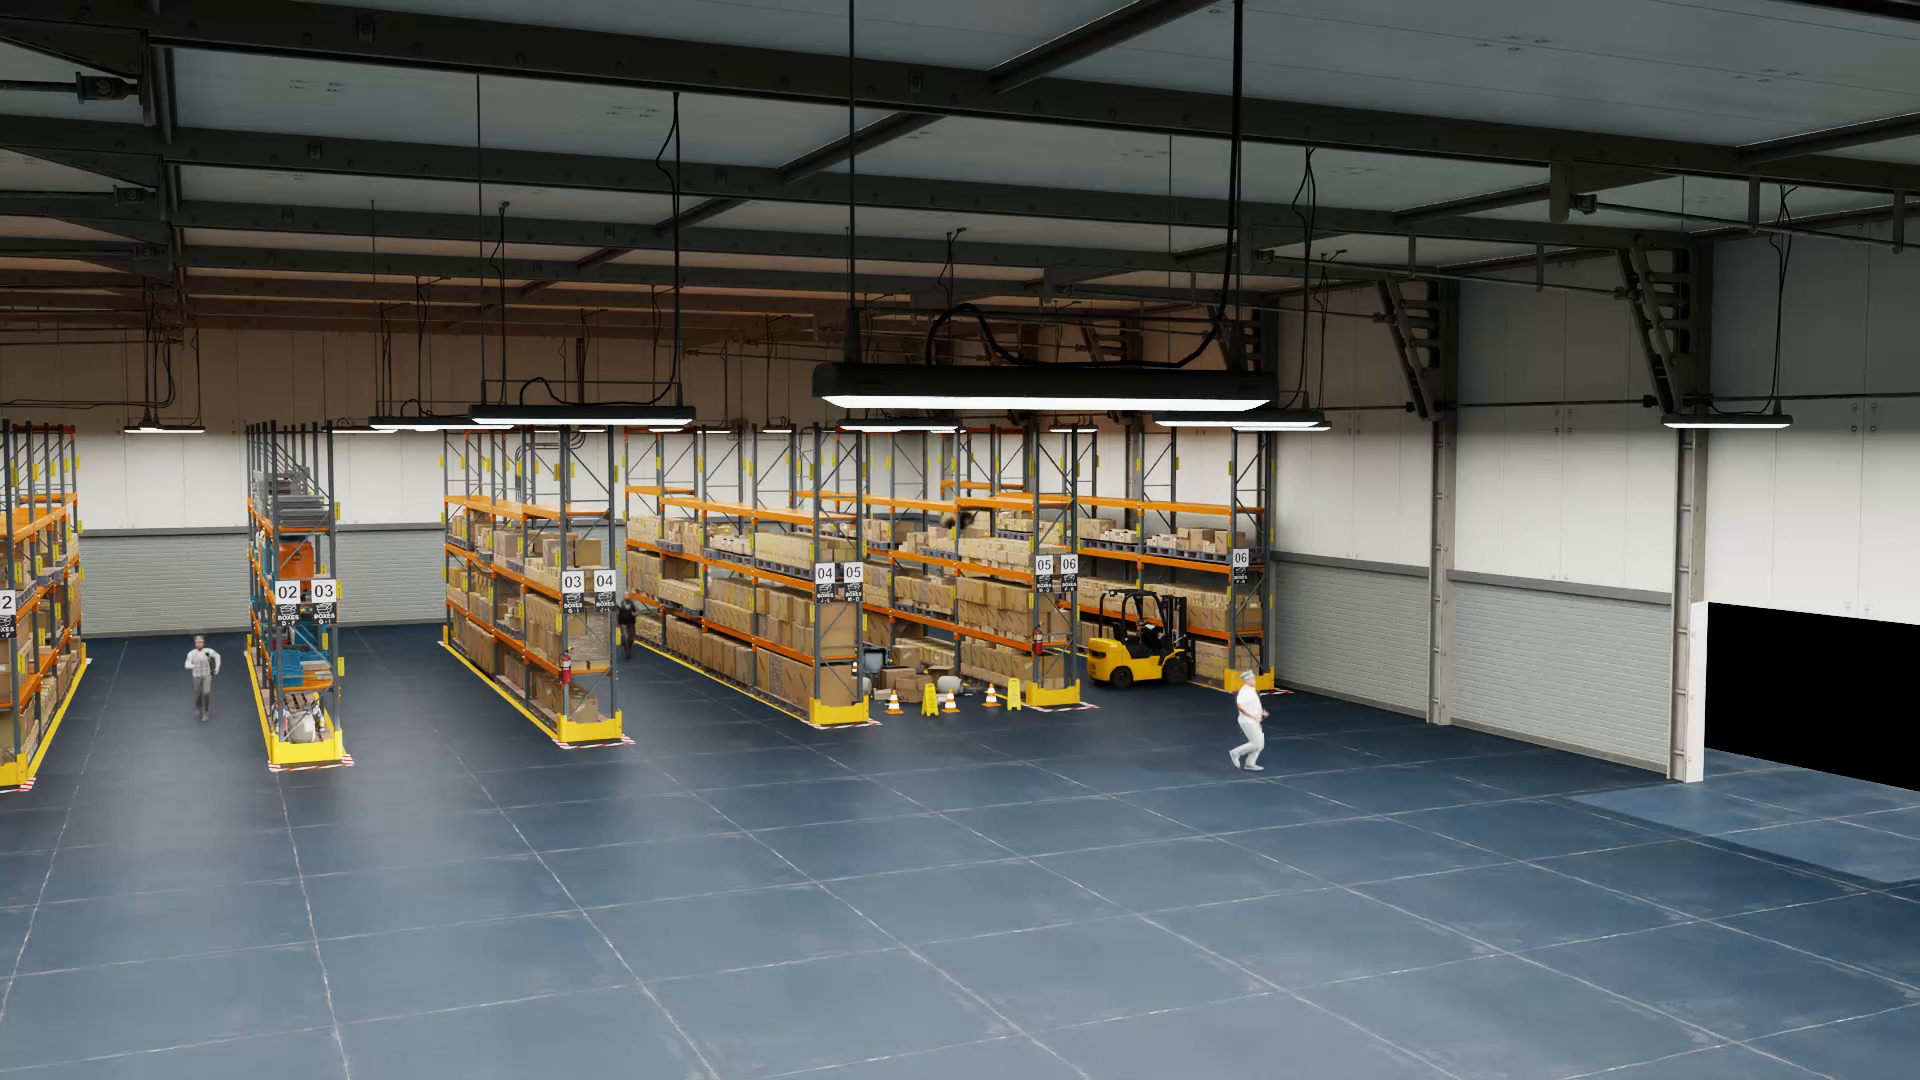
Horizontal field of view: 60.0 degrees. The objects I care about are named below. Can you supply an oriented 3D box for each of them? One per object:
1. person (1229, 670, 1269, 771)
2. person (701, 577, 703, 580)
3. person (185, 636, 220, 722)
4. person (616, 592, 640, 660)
[{"bbox_3d":[4.935,3.076,28.418,0.627,1.731,0.661,1,4,17],"label":"person"},{"bbox_3d":[-7.508,1.879,48.172,0.585,1.689,0.848,-3,5,-40],"label":"person"},{"bbox_3d":[-15.290,2.781,33.589,0.626,1.737,0.875,-1,4,-20],"label":"person"},{"bbox_3d":[-8.553,2.179,42.733,0.662,1.696,0.961,-2,4,-25],"label":"person"}]
